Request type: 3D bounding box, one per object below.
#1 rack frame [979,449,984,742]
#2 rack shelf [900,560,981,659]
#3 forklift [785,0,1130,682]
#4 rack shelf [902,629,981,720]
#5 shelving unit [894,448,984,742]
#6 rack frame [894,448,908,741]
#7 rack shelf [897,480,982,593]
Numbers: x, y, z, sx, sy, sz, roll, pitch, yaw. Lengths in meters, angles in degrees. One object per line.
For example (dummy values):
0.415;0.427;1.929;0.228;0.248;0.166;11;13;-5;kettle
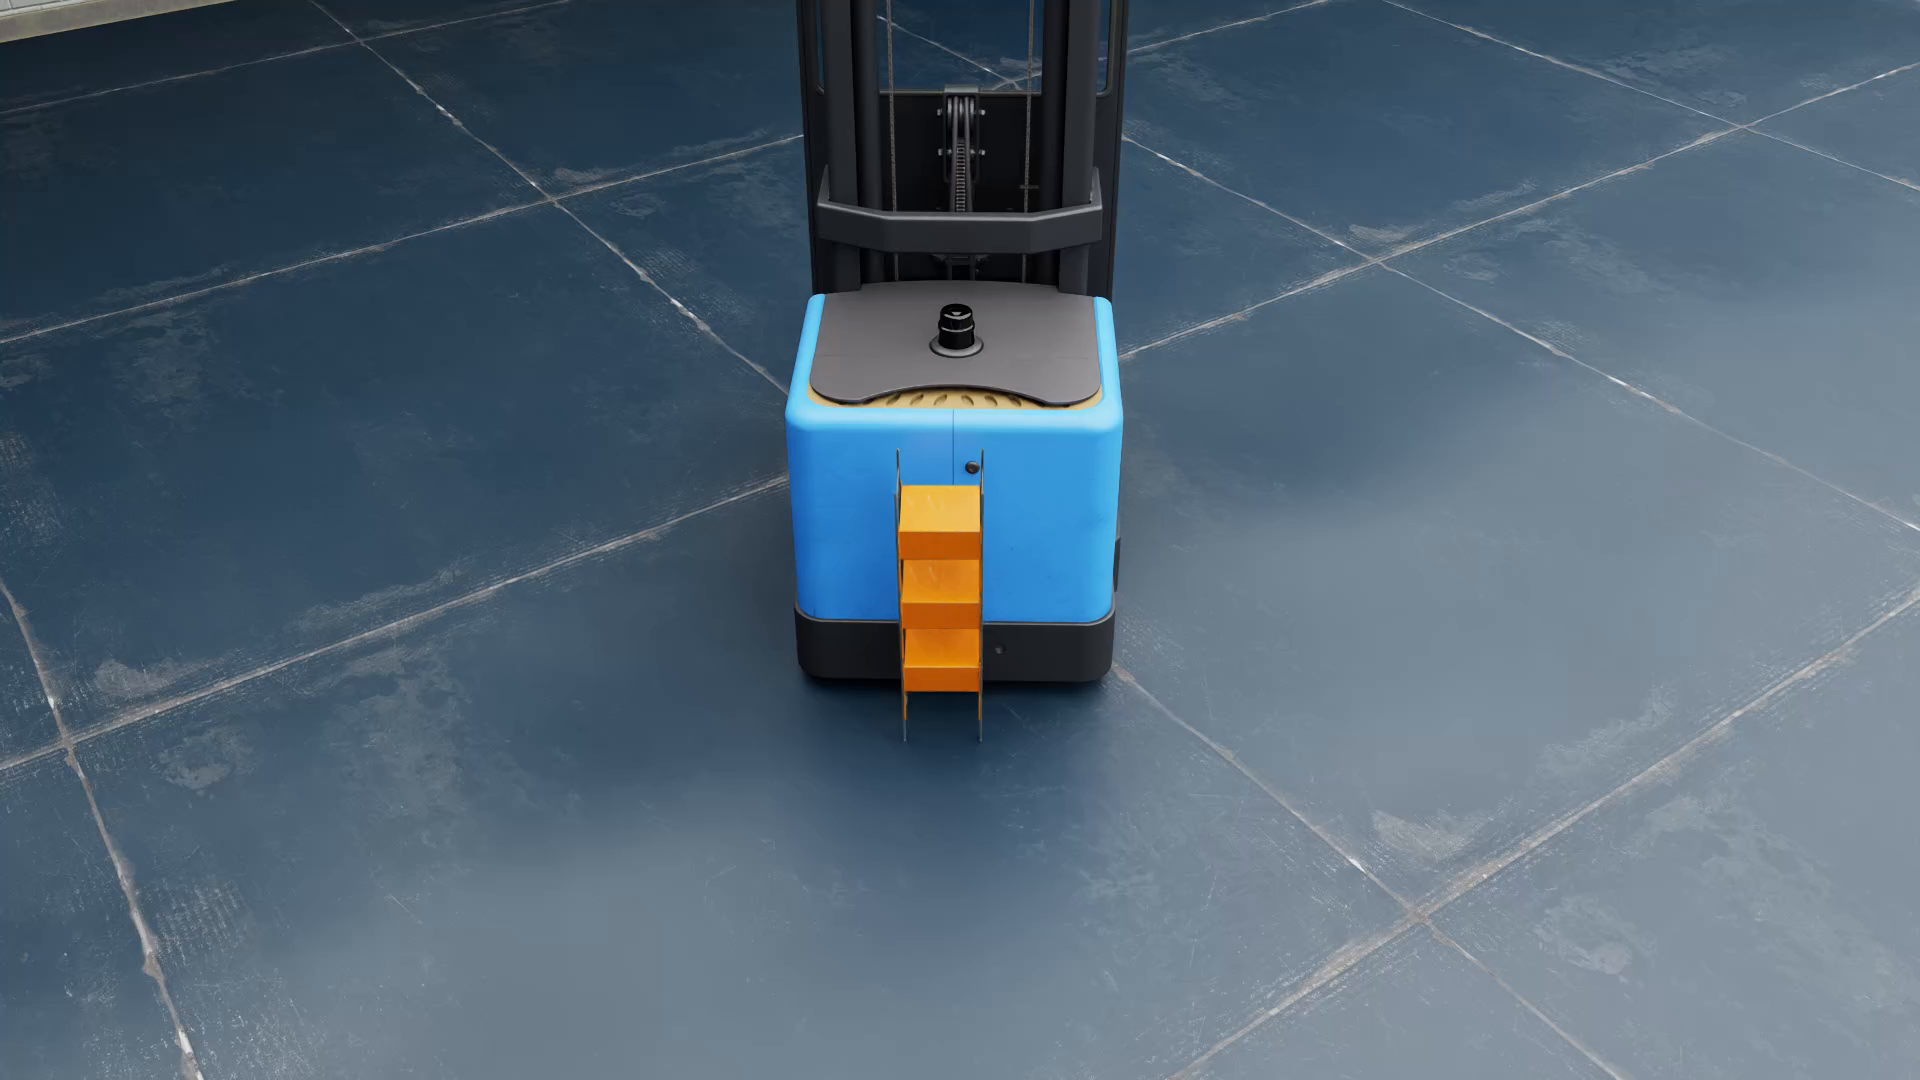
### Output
0.065;0.192;5.066;0.008;1.050;0.200;0;42;0;rack frame
-0.057;0.200;5.073;0.240;0.259;0.215;0;42;0;rack shelf
0.015;-1.553;5.899;1.130;2.935;3.031;1;36;1;forklift
-0.056;0.406;5.260;0.240;0.259;0.215;0;42;0;rack shelf
-0.057;0.192;5.066;0.252;1.050;0.215;0;42;0;shelving unit
-0.179;0.192;5.067;0.008;1.050;0.200;0;42;0;rack frame
-0.057;-0.010;4.883;0.240;0.259;0.215;0;42;0;rack shelf
